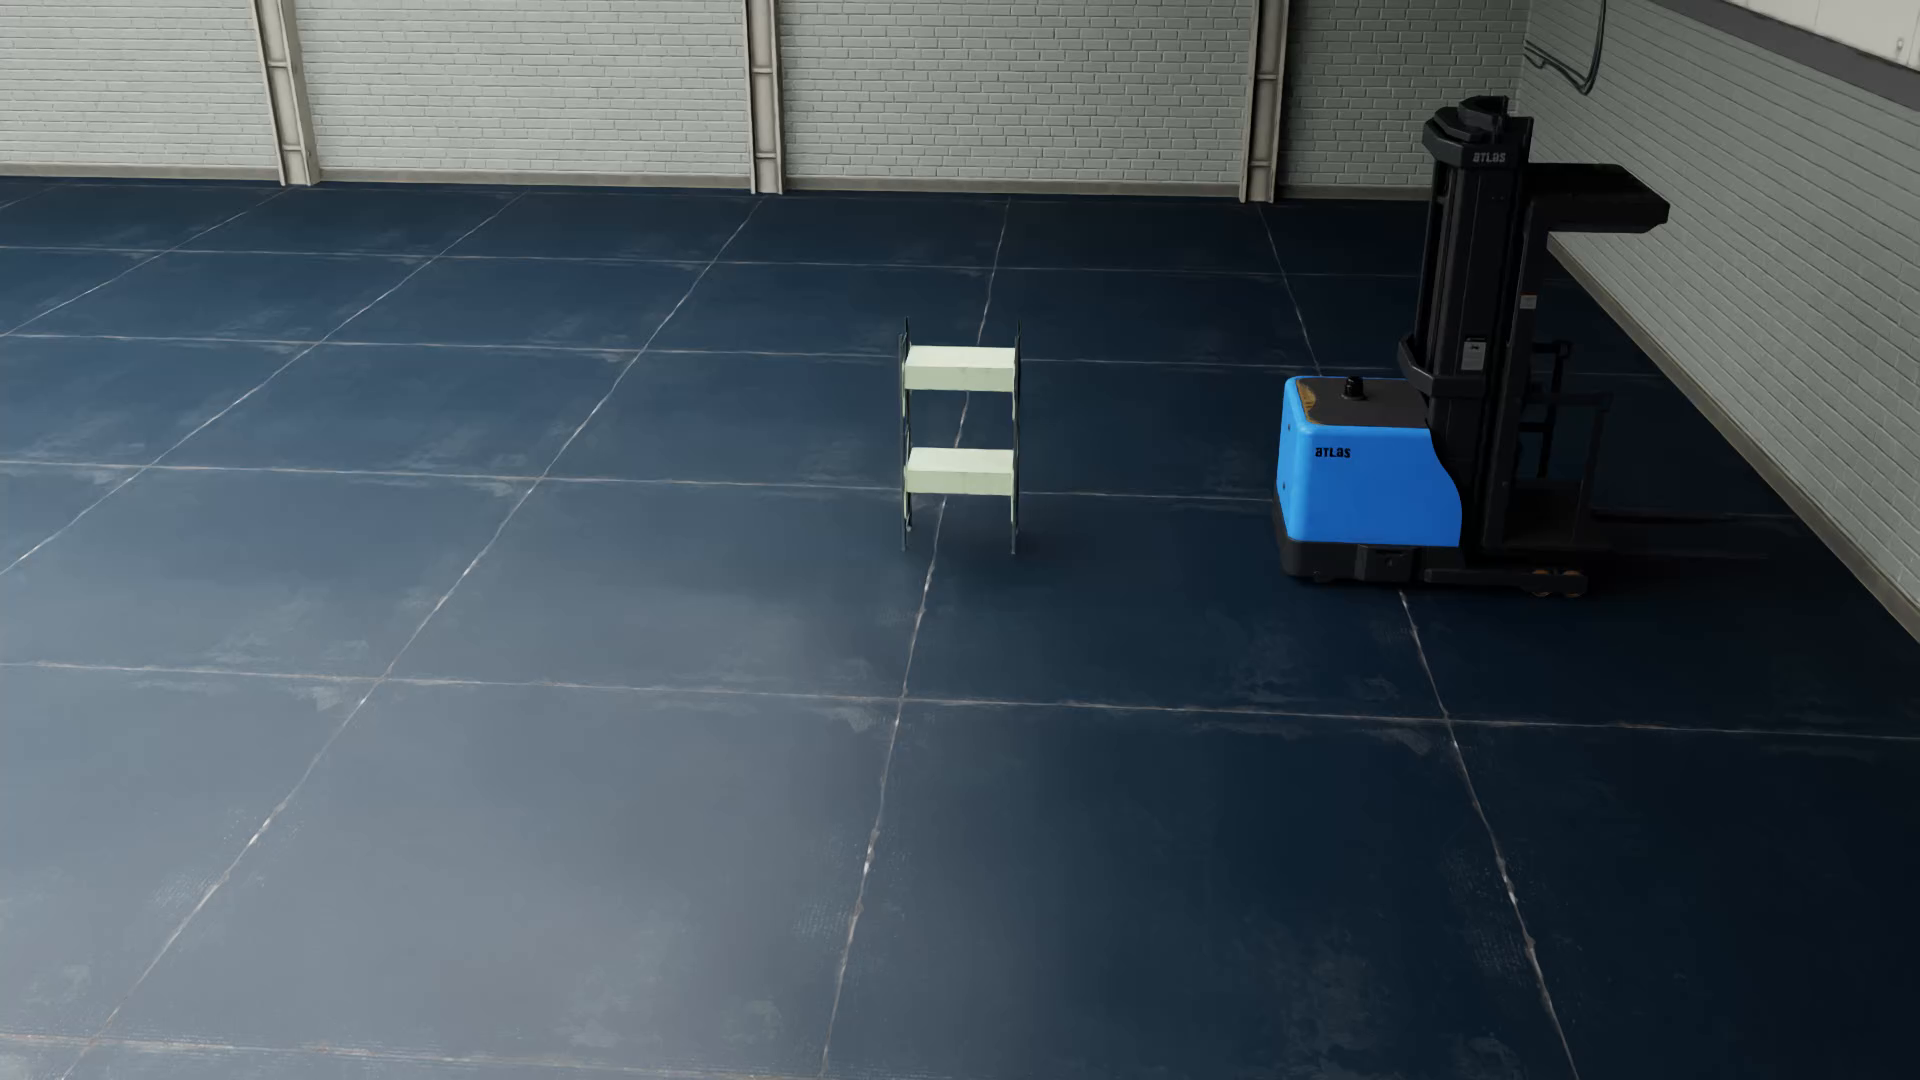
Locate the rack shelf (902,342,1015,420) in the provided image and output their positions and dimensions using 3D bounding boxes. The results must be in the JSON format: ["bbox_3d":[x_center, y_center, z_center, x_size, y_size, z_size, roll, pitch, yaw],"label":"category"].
[{"bbox_3d":[0.007,-1.036,10.773,0.720,0.370,0.431,2,25,4],"label":"rack shelf"}]

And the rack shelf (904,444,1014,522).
[{"bbox_3d":[0.007,-0.385,11.072,0.720,0.370,0.431,2,25,4],"label":"rack shelf"}]

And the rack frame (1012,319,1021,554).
[{"bbox_3d":[0.372,-0.669,10.911,0.023,1.500,0.400,2,25,4],"label":"rack frame"}]

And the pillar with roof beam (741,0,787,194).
[{"bbox_3d":[-2.704,-6.632,14.898,0.400,9.000,9.100,2,25,4],"label":"pillar with roof beam"}]

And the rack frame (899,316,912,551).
[{"bbox_3d":[-0.358,-0.693,10.961,0.023,1.500,0.400,2,25,4],"label":"rack frame"}]

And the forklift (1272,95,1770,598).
[{"bbox_3d":[3.617,-1.202,10.356,3.031,2.935,1.130,2,25,4],"label":"forklift"}]

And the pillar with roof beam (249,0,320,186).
[{"bbox_3d":[-8.686,-6.824,15.315,0.400,9.000,9.100,2,25,4],"label":"pillar with roof beam"}]

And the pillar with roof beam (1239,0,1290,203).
[{"bbox_3d":[3.279,-6.440,14.481,0.400,9.000,9.100,2,25,4],"label":"pillar with roof beam"}]

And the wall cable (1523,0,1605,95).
[{"bbox_3d":[6.445,-6.178,17.626,0.112,2.526,3.097,2,25,4],"label":"wall cable"}]

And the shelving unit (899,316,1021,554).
[{"bbox_3d":[0.007,-0.681,10.936,0.755,1.500,0.431,2,25,4],"label":"shelving unit"}]
